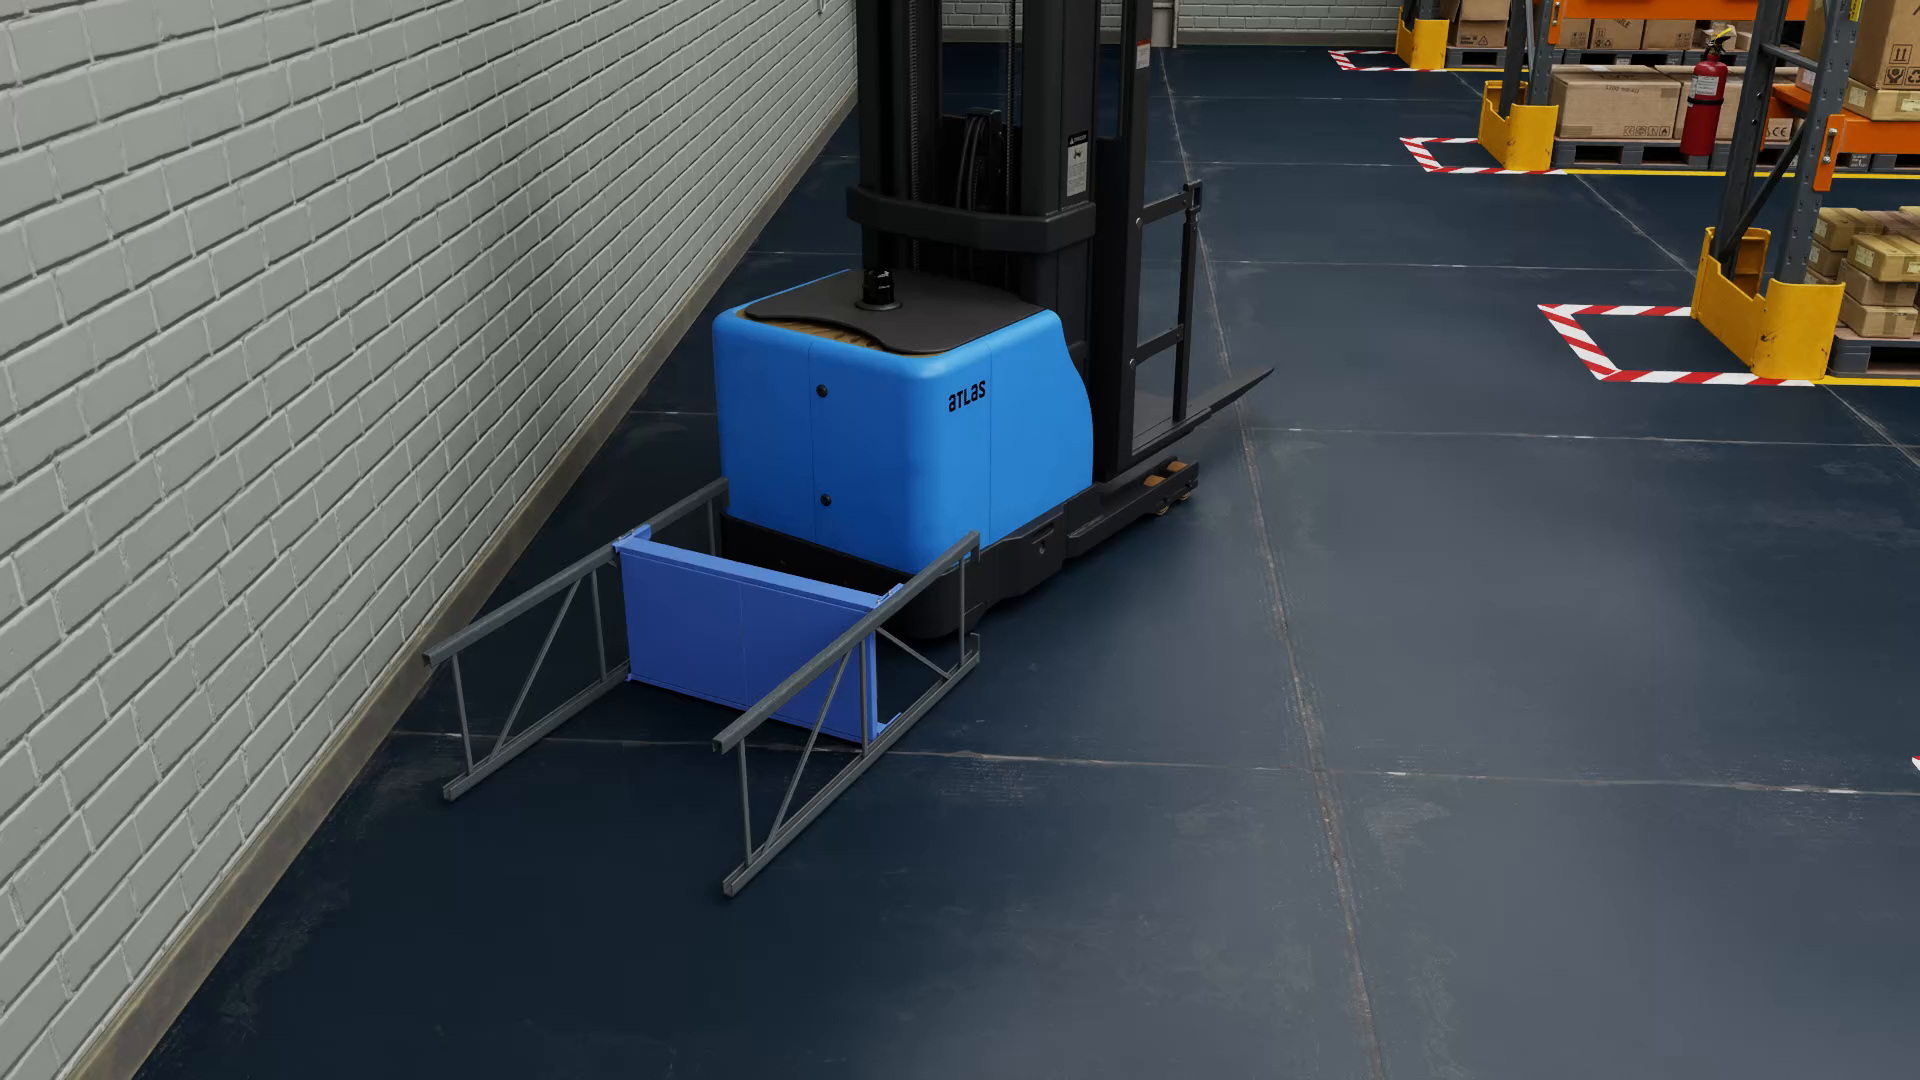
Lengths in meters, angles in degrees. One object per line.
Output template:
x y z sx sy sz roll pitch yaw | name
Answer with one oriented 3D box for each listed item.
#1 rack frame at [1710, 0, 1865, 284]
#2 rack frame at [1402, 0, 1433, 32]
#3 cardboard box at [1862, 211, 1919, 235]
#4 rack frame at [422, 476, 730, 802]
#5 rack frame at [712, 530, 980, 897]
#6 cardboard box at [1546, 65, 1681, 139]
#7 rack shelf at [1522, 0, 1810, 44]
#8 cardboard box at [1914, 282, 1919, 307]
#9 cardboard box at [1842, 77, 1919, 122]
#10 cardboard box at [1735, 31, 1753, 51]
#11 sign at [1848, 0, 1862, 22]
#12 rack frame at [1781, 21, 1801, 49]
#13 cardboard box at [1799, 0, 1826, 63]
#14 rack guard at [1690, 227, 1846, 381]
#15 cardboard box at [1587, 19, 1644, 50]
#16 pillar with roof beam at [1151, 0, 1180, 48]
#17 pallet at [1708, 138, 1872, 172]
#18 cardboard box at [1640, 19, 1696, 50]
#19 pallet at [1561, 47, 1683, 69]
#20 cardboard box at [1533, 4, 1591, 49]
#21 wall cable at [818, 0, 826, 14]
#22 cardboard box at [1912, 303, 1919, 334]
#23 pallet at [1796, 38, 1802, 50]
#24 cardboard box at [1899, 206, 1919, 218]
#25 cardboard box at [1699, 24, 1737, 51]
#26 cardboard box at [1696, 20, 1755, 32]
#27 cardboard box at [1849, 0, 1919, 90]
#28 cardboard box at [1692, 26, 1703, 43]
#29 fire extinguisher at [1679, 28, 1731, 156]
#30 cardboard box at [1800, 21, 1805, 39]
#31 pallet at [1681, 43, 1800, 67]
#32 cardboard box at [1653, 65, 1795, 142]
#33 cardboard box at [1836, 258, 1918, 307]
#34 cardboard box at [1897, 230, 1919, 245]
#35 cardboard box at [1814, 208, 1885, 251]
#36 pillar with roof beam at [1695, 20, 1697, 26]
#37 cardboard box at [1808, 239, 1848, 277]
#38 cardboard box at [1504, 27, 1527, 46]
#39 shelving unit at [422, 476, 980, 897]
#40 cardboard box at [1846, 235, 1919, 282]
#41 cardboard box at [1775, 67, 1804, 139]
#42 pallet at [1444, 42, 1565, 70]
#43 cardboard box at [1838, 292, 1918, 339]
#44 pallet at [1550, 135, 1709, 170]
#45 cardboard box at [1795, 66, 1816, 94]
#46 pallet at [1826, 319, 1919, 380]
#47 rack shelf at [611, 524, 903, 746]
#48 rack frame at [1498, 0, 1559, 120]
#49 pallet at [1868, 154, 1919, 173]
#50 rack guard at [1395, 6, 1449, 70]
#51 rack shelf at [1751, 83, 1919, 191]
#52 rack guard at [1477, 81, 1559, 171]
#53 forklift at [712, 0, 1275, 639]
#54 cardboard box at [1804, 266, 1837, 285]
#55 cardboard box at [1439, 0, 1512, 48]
4.248 -2.430 8.443 0.127 3.000 1.000 2 25 4 | rack frame
4.902 -6.565 17.430 0.127 3.000 1.000 2 25 4 | rack frame
5.041 -1.653 8.950 0.250 0.149 0.380 2 25 5 | cardboard box
-1.195 0.278 5.501 0.032 0.500 1.500 12 27 25 | rack frame
-0.293 0.474 5.075 0.032 0.500 1.500 12 27 25 | rack frame
5.192 -3.544 13.426 0.875 0.438 0.875 1 25 2 | cardboard box
6.520 -4.106 12.945 4.000 0.370 1.077 2 25 4 | rack shelf
5.019 -1.305 8.550 0.250 0.149 0.380 2 25 4 | cardboard box
4.546 -2.169 8.176 0.250 0.149 0.380 2 25 4 | cardboard box
8.313 -5.228 17.432 0.250 0.149 0.380 1 25 2 | cardboard box
4.206 -2.597 7.770 0.005 0.325 0.100 2 25 4 | sign
8.891 -6.437 17.152 0.127 3.000 1.000 2 25 4 | rack frame
4.716 -2.704 8.562 0.500 0.500 0.500 2 25 5 | cardboard box
4.324 -1.292 8.960 0.348 0.500 1.175 2 25 4 | rack guard
6.874 -5.459 17.514 0.500 0.500 0.500 2 25 5 | cardboard box
1.953 -7.958 13.280 0.400 9.000 9.100 2 25 4 | pillar with roof beam
6.542 -3.197 13.444 1.213 0.211 1.003 2 25 4 | pallet
7.389 -5.485 17.569 0.500 0.500 0.700 1 25 2 | cardboard box
6.986 -5.231 17.866 1.213 0.211 1.003 2 25 4 | pallet
6.354 -5.518 17.641 0.500 0.500 0.700 3 25 6 | cardboard box
-1.098 -5.143 13.086 0.123 1.953 0.585 2 25 4 | wall cable
5.013 -1.201 8.681 0.250 0.149 0.380 2 25 4 | cardboard box
9.704 -5.160 17.712 1.213 0.211 1.003 2 25 4 | pallet
5.309 -1.697 9.047 0.250 0.149 0.380 1 25 3 | cardboard box
7.957 -5.293 17.433 0.258 0.266 0.396 3 25 6 | cardboard box
8.250 -5.526 17.886 0.500 0.311 0.500 3 25 6 | cardboard box
4.674 -2.481 8.078 0.500 0.500 0.500 3 25 6 | cardboard box
7.818 -5.467 17.950 0.250 0.149 0.380 2 25 3 | cardboard box
4.032 -2.426 8.973 0.183 0.674 0.296 2 25 4 | fire extinguisher
9.403 -5.600 17.820 0.500 0.500 0.500 2 25 4 | cardboard box
8.206 -5.193 17.783 1.213 0.211 1.003 2 25 4 | pallet
6.105 -3.518 13.370 0.875 0.438 0.875 2 25 5 | cardboard box
4.751 -1.337 8.620 0.250 0.149 0.380 3 25 6 | cardboard box
5.028 -1.479 8.572 0.250 0.149 0.380 2 25 5 | cardboard box
4.795 -1.685 9.019 0.250 0.149 0.380 2 25 5 | cardboard box
7.936 -7.766 12.863 0.400 9.000 9.100 2 25 4 | pillar with roof beam
4.796 -1.563 9.111 0.250 0.149 0.380 1 25 3 | cardboard box
5.926 -5.372 17.745 0.250 0.149 0.380 1 25 2 | cardboard box
-0.744 0.376 5.288 1.048 0.538 1.500 12 27 25 | shelving unit
4.744 -1.438 8.482 0.250 0.149 0.380 1 25 2 | cardboard box
7.004 -3.489 13.306 0.875 0.438 0.875 1 25 2 | cardboard box
5.773 -5.271 17.953 1.213 0.211 1.003 2 25 4 | pallet
4.746 -1.176 8.625 0.250 0.149 0.380 2 25 5 | cardboard box
5.329 -3.237 13.532 1.213 0.211 1.003 2 25 4 | pallet
4.595 -2.423 8.729 0.250 0.149 0.380 2 25 4 | cardboard box
5.131 -1.120 8.932 1.213 0.211 1.003 2 25 4 | pallet
-0.661 0.310 5.433 1.000 0.538 0.185 12 27 25 | rack shelf
4.526 -4.496 12.934 0.127 3.000 1.000 2 25 4 | rack frame
7.762 -3.159 13.362 1.213 0.211 1.003 2 25 4 | pallet
4.978 -5.427 17.947 0.348 0.500 1.175 2 25 4 | rack guard
6.242 -2.039 8.454 4.000 0.370 1.077 2 25 4 | rack shelf
4.502 -3.362 13.458 0.348 0.500 1.175 2 25 4 | rack guard
0.366 -1.542 6.595 1.130 2.935 3.031 17 30 32 | forklift
4.789 -1.396 9.103 0.250 0.149 0.380 2 25 5 | cardboard box
5.505 -5.563 17.735 0.637 0.503 0.797 1 25 2 | cardboard box
